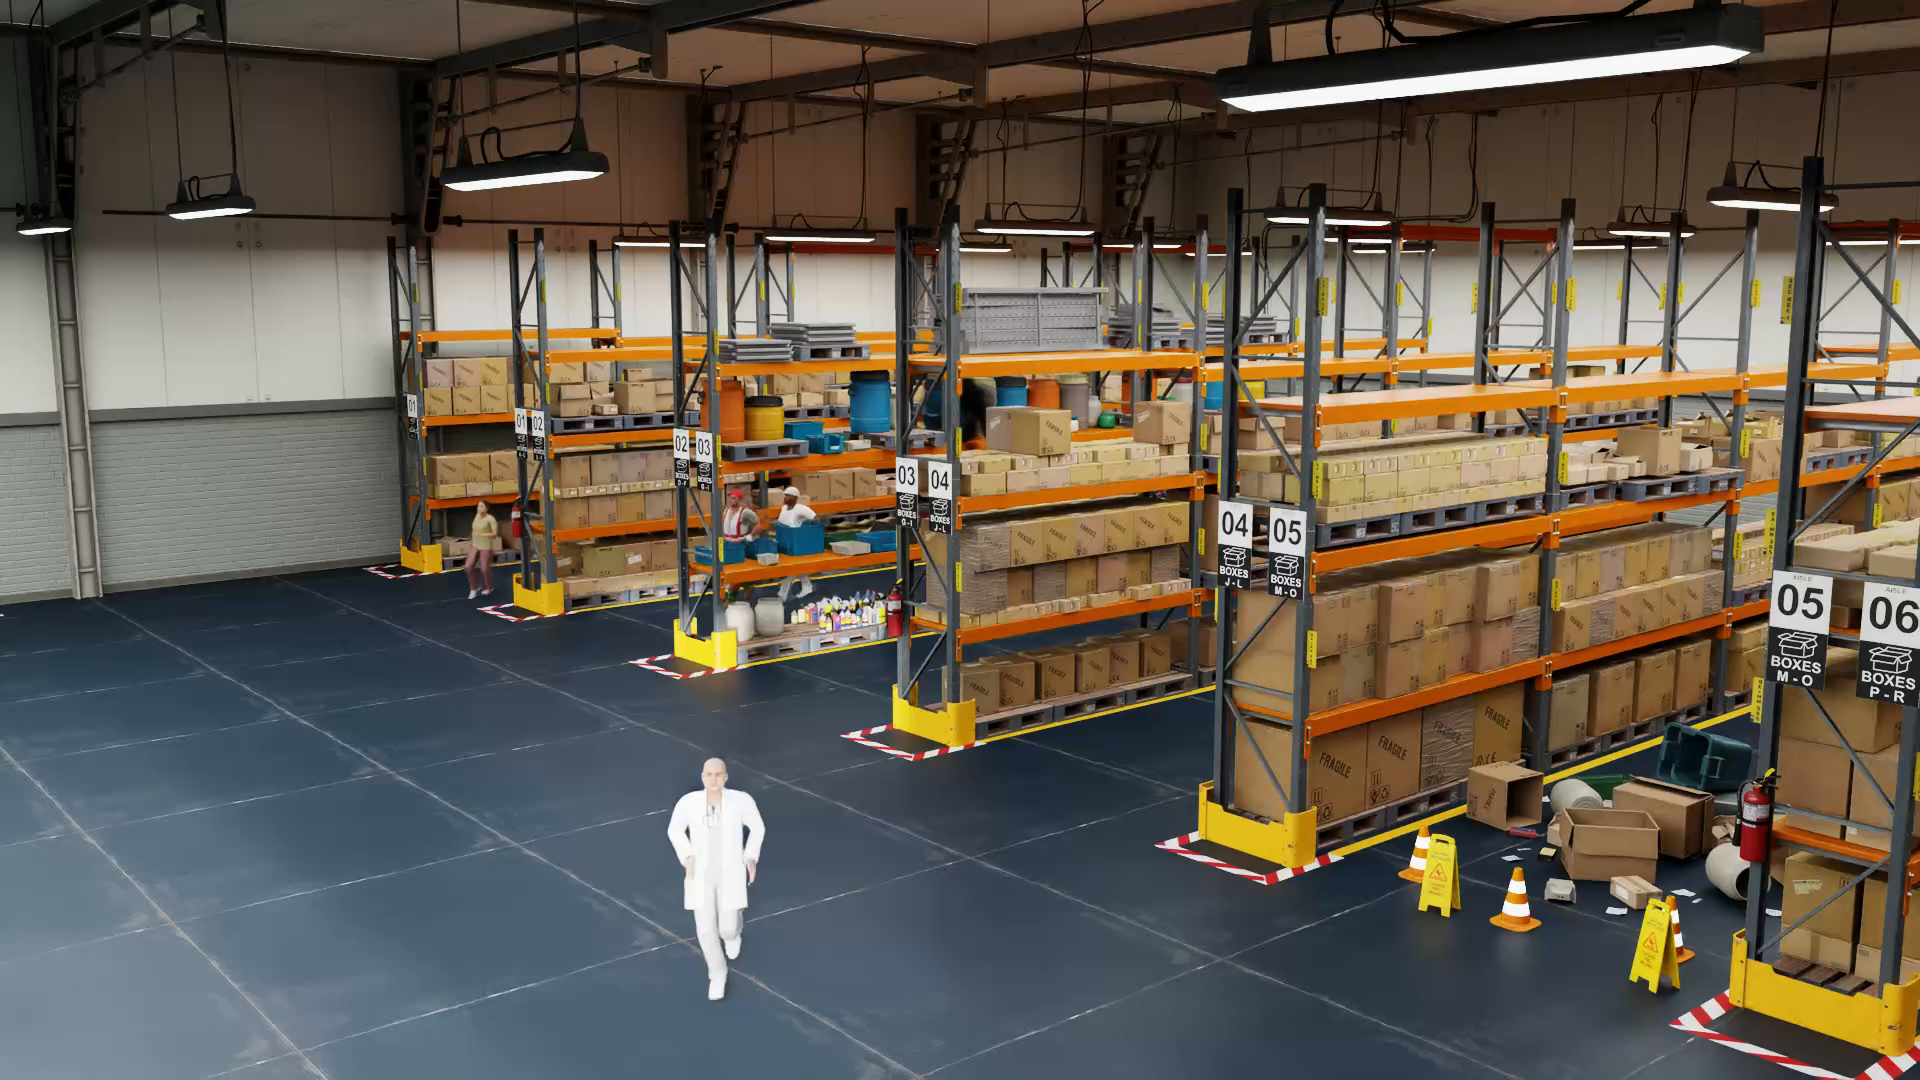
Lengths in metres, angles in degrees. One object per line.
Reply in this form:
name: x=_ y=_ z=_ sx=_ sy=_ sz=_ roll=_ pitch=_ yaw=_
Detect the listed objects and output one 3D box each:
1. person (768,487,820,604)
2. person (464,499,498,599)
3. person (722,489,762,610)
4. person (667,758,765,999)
person: x=-2.599 y=0.090 z=25.620 sx=0.847 sy=1.823 sz=0.704 roll=-7 pitch=11 yaw=-38
person: x=-7.836 y=0.154 z=27.483 sx=0.598 sy=1.705 sz=0.615 roll=3 pitch=9 yaw=20
person: x=-3.404 y=0.120 z=25.334 sx=0.656 sy=1.799 sz=0.815 roll=5 pitch=10 yaw=32
person: x=-1.800 y=2.451 z=12.282 sx=0.712 sy=1.739 sz=0.652 roll=0 pitch=9 yaw=-3
